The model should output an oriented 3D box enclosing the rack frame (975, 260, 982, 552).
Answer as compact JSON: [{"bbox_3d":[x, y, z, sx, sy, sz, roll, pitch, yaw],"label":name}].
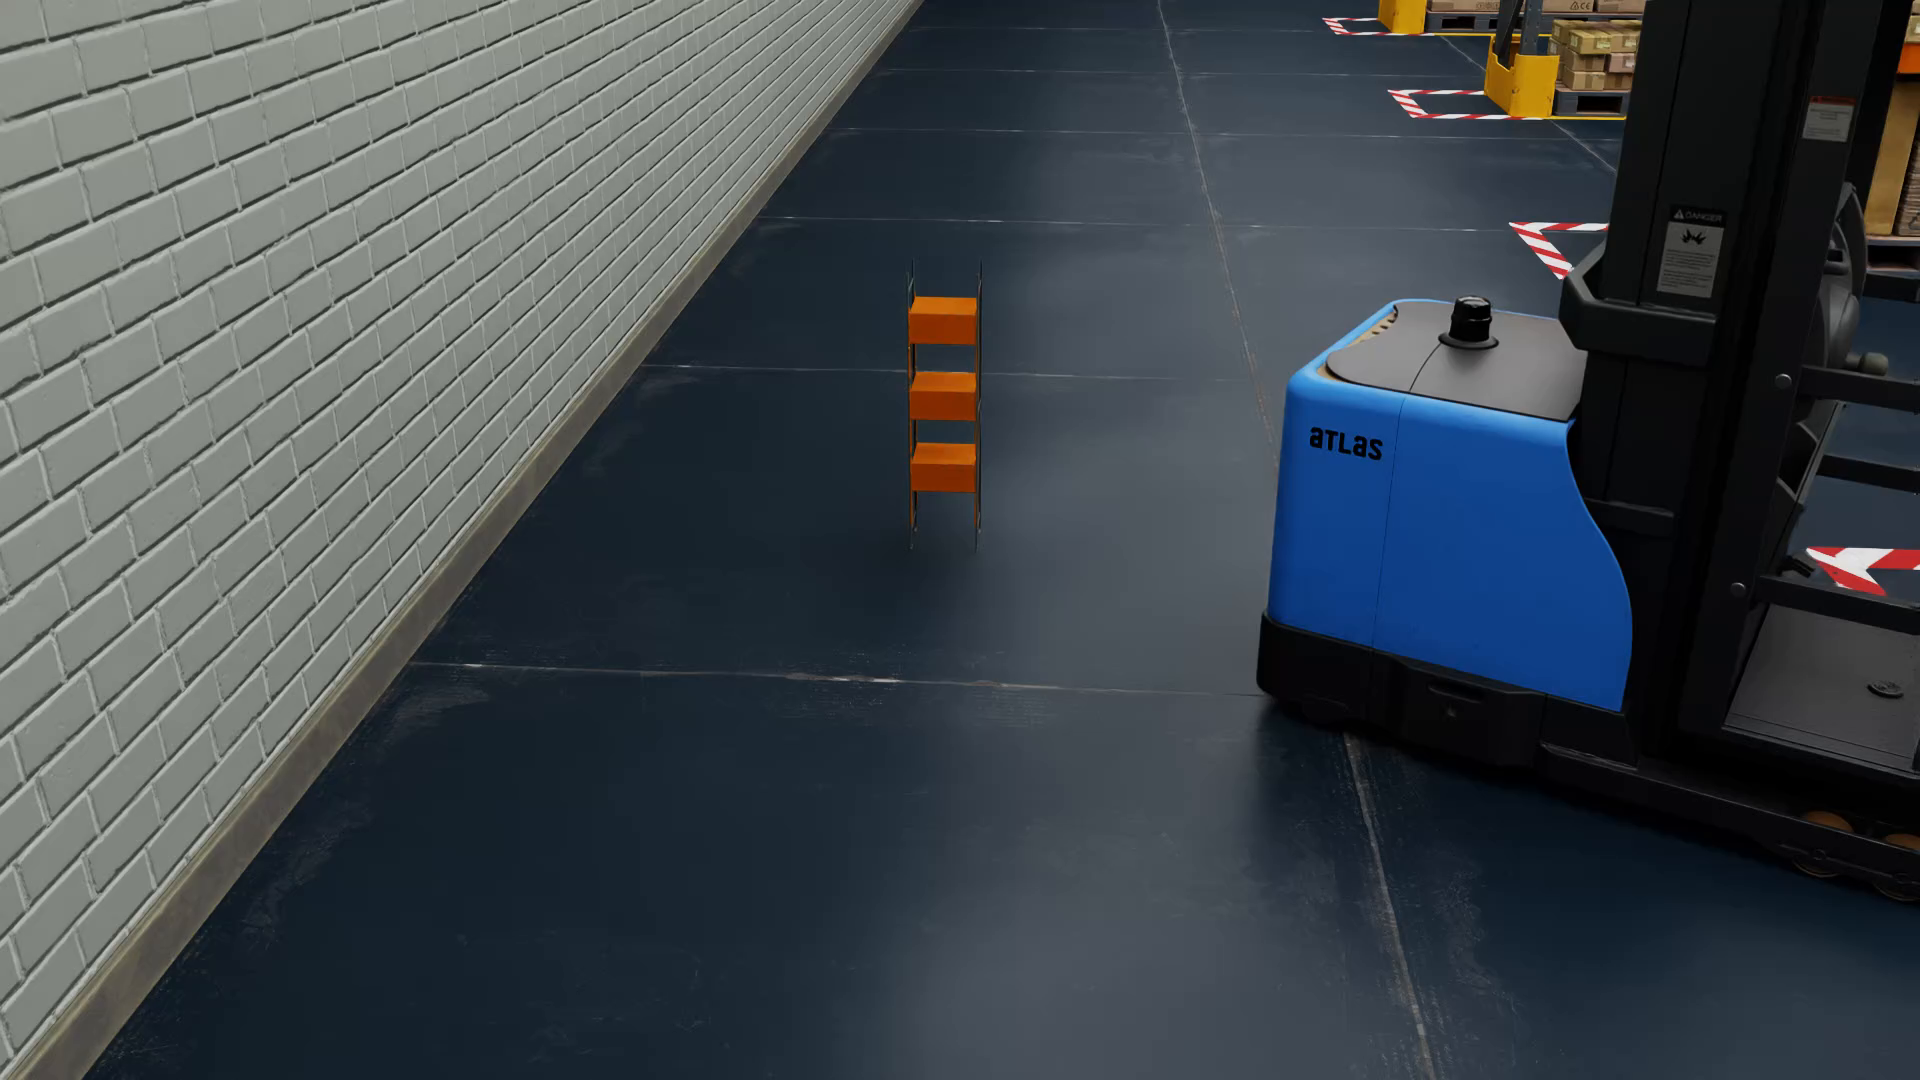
[{"bbox_3d":[0.068,-0.475,6.026,0.008,1.050,0.200,2,25,4],"label":"rack frame"}]

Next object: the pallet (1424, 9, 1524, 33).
[{"bbox_3d":[5.850,-5.963,18.957,1.213,0.211,1.003,2,25,4],"label":"pallet"}]

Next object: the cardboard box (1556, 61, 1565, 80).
[{"bbox_3d":[5.309,-4.122,14.528,0.250,0.149,0.380,2,25,5],"label":"cardboard box"}]

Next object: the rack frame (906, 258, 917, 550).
[{"bbox_3d":[-0.175,-0.483,6.043,0.008,1.050,0.200,2,25,4],"label":"rack frame"}]

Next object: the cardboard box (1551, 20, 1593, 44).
[{"bbox_3d":[5.316,-4.411,14.444,0.250,0.149,0.380,2,25,5],"label":"cardboard box"}]

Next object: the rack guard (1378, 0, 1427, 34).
[{"bbox_3d":[5.023,-6.088,18.883,0.348,0.500,1.175,2,25,4],"label":"rack guard"}]

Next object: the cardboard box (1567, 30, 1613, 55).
[{"bbox_3d":[5.265,-4.164,13.907,0.250,0.149,0.380,1,25,2],"label":"cardboard box"}]

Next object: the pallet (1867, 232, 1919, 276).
[{"bbox_3d":[5.091,-1.833,9.980,1.213,0.211,1.003,2,25,4],"label":"pallet"}]

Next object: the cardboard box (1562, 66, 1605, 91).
[{"bbox_3d":[5.266,-3.902,14.050,0.250,0.149,0.380,2,25,5],"label":"cardboard box"}]

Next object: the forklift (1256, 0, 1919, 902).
[{"bbox_3d":[2.437,-0.664,4.186,3.031,2.935,1.130,15,28,29],"label":"forklift"}]

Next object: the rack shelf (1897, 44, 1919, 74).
[{"bbox_3d":[6.282,-2.702,9.394,4.000,0.370,1.077,2,25,4],"label":"rack shelf"}]

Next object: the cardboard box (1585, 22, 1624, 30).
[{"bbox_3d":[5.562,-4.379,14.375,0.250,0.149,0.380,2,25,5],"label":"cardboard box"}]

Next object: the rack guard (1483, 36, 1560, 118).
[{"bbox_3d":[4.844,-4.018,14.385,0.348,0.500,1.175,2,25,4],"label":"rack guard"}]

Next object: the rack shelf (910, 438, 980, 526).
[{"bbox_3d":[-0.053,-0.217,6.155,0.240,0.259,0.215,2,25,4],"label":"rack shelf"}]

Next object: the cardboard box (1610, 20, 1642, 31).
[{"bbox_3d":[5.830,-4.424,14.472,0.250,0.149,0.380,1,25,3],"label":"cardboard box"}]

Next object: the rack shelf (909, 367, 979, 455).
[{"bbox_3d":[-0.053,-0.469,6.039,0.240,0.259,0.215,2,25,4],"label":"rack shelf"}]

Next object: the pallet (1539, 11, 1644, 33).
[{"bbox_3d":[7.063,-5.923,18.869,1.213,0.211,1.003,2,25,4],"label":"pallet"}]

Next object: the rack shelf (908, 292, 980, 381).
[{"bbox_3d":[-0.053,-0.727,5.920,0.240,0.259,0.215,2,25,4],"label":"rack shelf"}]

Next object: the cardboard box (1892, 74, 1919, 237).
[{"bbox_3d":[5.840,-2.302,9.703,0.875,0.875,0.875,2,25,4],"label":"cardboard box"}]

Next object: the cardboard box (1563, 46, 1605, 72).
[{"bbox_3d":[5.271,-4.064,14.045,0.250,0.149,0.380,3,25,6],"label":"cardboard box"}]

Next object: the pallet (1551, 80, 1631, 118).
[{"bbox_3d":[5.652,-3.847,14.357,1.213,0.211,1.003,2,25,4],"label":"pallet"}]

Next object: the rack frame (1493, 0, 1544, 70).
[{"bbox_3d":[4.768,-5.156,13.868,0.127,3.000,1.000,2,25,4],"label":"rack frame"}]

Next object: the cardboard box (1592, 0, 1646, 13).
[{"bbox_3d":[7.524,-6.215,18.731,0.875,0.438,0.875,1,25,2],"label":"cardboard box"}]

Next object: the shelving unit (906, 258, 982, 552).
[{"bbox_3d":[-0.053,-0.479,6.034,0.252,1.050,0.215,2,25,4],"label":"shelving unit"}]

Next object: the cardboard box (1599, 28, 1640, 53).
[{"bbox_3d":[5.549,-4.205,13.997,0.250,0.149,0.380,2,25,5],"label":"cardboard box"}]

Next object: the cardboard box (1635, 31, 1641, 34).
[{"bbox_3d":[5.790,-4.144,13.864,0.250,0.149,0.380,2,25,4],"label":"cardboard box"}]

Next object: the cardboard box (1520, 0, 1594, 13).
[{"bbox_3d":[6.626,-6.244,18.795,0.875,0.438,0.875,2,25,5],"label":"cardboard box"}]

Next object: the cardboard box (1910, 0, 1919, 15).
[{"bbox_3d":[5.265,-3.018,9.043,0.500,0.250,0.500,2,25,3],"label":"cardboard box"}]

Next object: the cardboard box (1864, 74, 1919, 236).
[{"bbox_3d":[4.932,-2.331,9.767,0.875,0.875,0.875,2,25,4],"label":"cardboard box"}]

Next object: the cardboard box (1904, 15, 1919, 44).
[{"bbox_3d":[5.128,-2.814,9.077,0.250,0.149,0.380,1,25,3],"label":"cardboard box"}]

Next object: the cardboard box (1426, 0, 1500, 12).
[{"bbox_3d":[5.712,-6.270,18.851,0.875,0.438,0.875,1,25,2],"label":"cardboard box"}]

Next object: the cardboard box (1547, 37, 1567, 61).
[{"bbox_3d":[5.317,-4.289,14.536,0.250,0.149,0.380,1,25,3],"label":"cardboard box"}]

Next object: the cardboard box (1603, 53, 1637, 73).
[{"bbox_3d":[5.540,-4.031,13.975,0.250,0.149,0.380,2,25,4],"label":"cardboard box"}]

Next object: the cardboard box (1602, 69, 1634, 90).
[{"bbox_3d":[5.534,-3.928,14.106,0.250,0.149,0.380,2,25,4],"label":"cardboard box"}]
